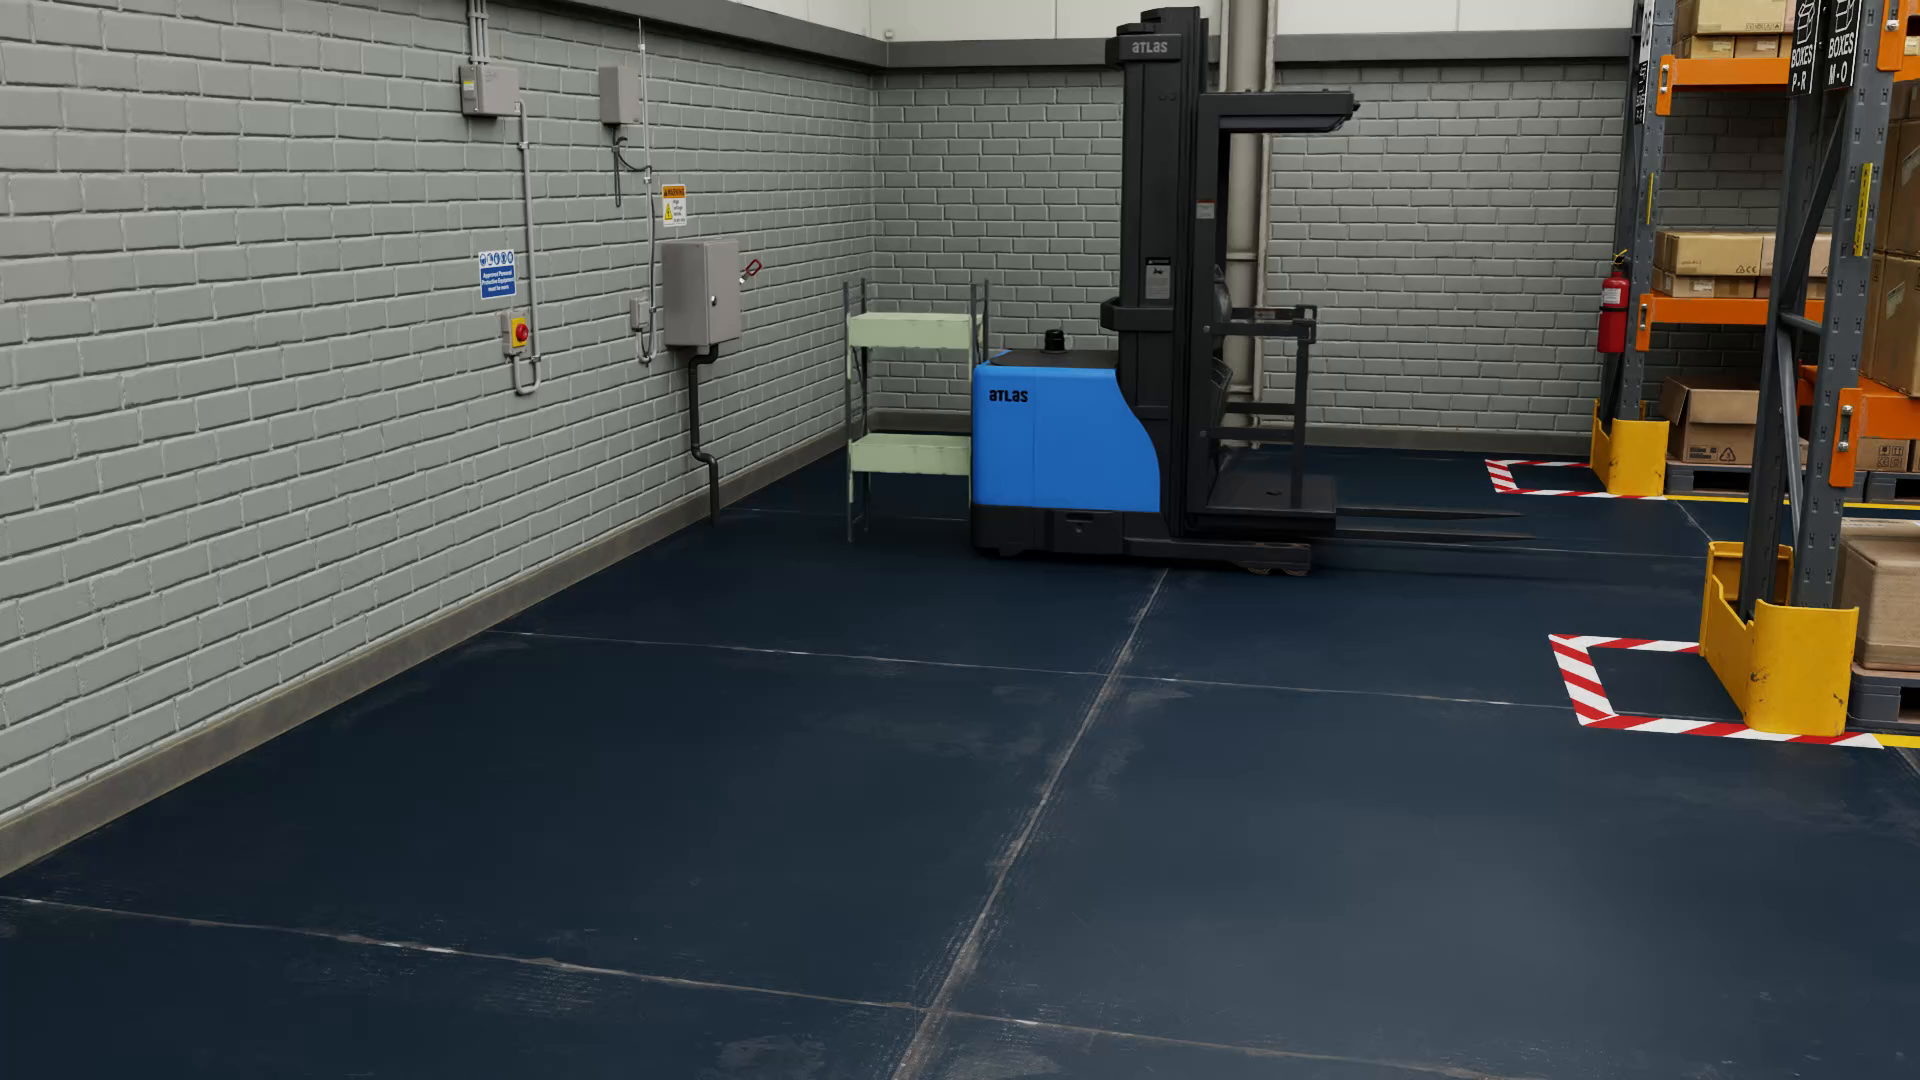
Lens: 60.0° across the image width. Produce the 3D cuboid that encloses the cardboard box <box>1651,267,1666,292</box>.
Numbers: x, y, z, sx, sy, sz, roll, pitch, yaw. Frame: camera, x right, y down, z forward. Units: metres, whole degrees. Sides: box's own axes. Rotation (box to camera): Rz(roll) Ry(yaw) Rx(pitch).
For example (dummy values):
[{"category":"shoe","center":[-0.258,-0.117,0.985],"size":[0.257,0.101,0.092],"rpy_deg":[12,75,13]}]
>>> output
[{"category":"cardboard box","center":[4.947,-1.800,11.500],"size":[0.250,0.149,0.380],"rpy_deg":[3,13,13]}]

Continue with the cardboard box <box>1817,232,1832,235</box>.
[{"category":"cardboard box","center":[6.051,-1.933,11.182],"size":[0.500,0.250,0.500],"rpy_deg":[3,13,15]}]

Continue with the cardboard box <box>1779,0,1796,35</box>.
[{"category":"cardboard box","center":[5.425,-3.317,10.493],"size":[0.500,0.250,0.500],"rpy_deg":[3,13,15]}]

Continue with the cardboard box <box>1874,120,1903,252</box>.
[{"category":"cardboard box","center":[3.900,-1.401,6.584],"size":[0.500,0.500,0.500],"rpy_deg":[4,13,15]}]

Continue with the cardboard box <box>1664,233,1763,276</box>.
[{"category":"cardboard box","center":[4.937,-1.875,10.919],"size":[0.500,0.250,0.500],"rpy_deg":[3,13,14]}]

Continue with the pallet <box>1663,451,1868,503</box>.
[{"category":"pallet","center":[5.409,-0.477,11.395],"size":[1.213,0.211,1.003],"rpy_deg":[3,13,14]}]

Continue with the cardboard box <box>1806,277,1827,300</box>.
[{"category":"cardboard box","center":[5.567,-1.650,10.825],"size":[0.250,0.149,0.380],"rpy_deg":[3,13,15]}]

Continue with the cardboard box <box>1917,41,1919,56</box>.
[{"category":"cardboard box","center":[6.049,-3.088,10.381],"size":[0.250,0.149,0.380],"rpy_deg":[3,13,13]}]

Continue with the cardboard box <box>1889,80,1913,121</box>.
[{"category":"cardboard box","center":[3.772,-1.716,6.507],"size":[0.250,0.149,0.380],"rpy_deg":[3,13,14]}]

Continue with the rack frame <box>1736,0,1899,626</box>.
[{"category":"rack frame","center":[3.375,-0.839,6.591],"size":[0.127,3.000,1.000],"rpy_deg":[3,13,14]}]

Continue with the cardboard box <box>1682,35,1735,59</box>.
[{"category":"cardboard box","center":[4.815,-3.159,10.704],"size":[0.250,0.149,0.380],"rpy_deg":[3,13,15]}]

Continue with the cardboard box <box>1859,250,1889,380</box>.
[{"category":"cardboard box","center":[3.907,-0.919,6.718],"size":[0.500,0.500,0.500],"rpy_deg":[3,13,14]}]

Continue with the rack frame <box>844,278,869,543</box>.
[{"category":"rack frame","center":[-0.602,-0.758,9.689],"size":[0.023,1.500,0.400],"rpy_deg":[3,13,12]}]

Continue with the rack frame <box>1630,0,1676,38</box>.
[{"category":"rack frame","center":[4.561,-4.812,10.646],"size":[0.127,3.000,1.000],"rpy_deg":[3,13,14]}]

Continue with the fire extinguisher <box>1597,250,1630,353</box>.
[{"category":"fire extinguisher","center":[4.307,-1.574,10.941],"size":[0.183,0.674,0.296],"rpy_deg":[3,13,14]}]

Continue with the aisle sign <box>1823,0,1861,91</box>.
[{"category":"aisle sign","center":[3.236,-2.051,6.051],"size":[0.004,0.787,0.394],"rpy_deg":[3,13,14]}]

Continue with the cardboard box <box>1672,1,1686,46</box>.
[{"category":"cardboard box","center":[5.058,-3.454,11.109],"size":[0.500,0.250,0.500],"rpy_deg":[3,13,13]}]

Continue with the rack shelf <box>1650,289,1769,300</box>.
[{"category":"rack shelf","center":[6.503,-1.524,10.885],"size":[3.809,0.124,0.919],"rpy_deg":[3,13,14]}]

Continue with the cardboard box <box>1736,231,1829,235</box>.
[{"category":"cardboard box","center":[5.571,-1.960,11.302],"size":[0.500,0.250,0.500],"rpy_deg":[3,13,14]}]

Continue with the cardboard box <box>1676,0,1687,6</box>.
[{"category":"cardboard box","center":[5.059,-3.699,11.062],"size":[0.500,0.250,0.500],"rpy_deg":[3,13,12]}]

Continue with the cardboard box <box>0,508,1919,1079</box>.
[{"category":"cardboard box","center":[4.263,0.002,6.146],"size":[13.522,1.550,6.103],"rpy_deg":[3,13,13]}]

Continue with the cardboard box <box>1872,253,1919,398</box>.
[{"category":"cardboard box","center":[3.773,-0.803,6.195],"size":[0.500,0.500,0.500],"rpy_deg":[3,13,13]}]

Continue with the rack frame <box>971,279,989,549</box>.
[{"category":"rack frame","center":[0.114,-0.725,9.539],"size":[0.023,1.500,0.400],"rpy_deg":[3,13,12]}]

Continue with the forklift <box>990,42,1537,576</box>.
[{"category":"forklift","center":[1.671,-1.317,9.107],"size":[2.937,2.843,1.107],"rpy_deg":[3,13,12]}]

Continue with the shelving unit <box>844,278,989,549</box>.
[{"category":"shelving unit","center":[-0.244,-0.742,9.614],"size":[0.755,1.500,0.400],"rpy_deg":[3,13,12]}]

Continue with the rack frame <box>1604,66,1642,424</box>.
[{"category":"rack frame","center":[4.560,-1.882,11.293],"size":[0.053,2.616,0.949],"rpy_deg":[3,13,14]}]

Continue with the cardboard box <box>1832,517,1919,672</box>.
[{"category":"cardboard box","center":[4.040,0.220,6.763],"size":[0.875,0.438,0.875],"rpy_deg":[3,13,12]}]

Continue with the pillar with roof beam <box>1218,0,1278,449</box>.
[{"category":"pillar with roof beam","center":[1.128,-4.236,8.051],"size":[0.400,9.000,9.100],"rpy_deg":[3,13,14]}]

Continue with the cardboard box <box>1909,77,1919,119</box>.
[{"category":"cardboard box","center":[3.654,-1.616,6.056],"size":[0.250,0.149,0.380],"rpy_deg":[3,13,15]}]

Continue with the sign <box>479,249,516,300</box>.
[{"category":"sign","center":[-2.176,-1.252,7.827],"size":[0.001,0.218,0.327],"rpy_deg":[3,13,14]}]

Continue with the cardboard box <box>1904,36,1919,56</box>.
[{"category":"cardboard box","center":[5.794,-3.088,10.381],"size":[0.250,0.149,0.380],"rpy_deg":[3,13,13]}]

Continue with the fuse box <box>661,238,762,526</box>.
[{"category":"fuse box","center":[-1.460,-0.932,9.984],"size":[0.414,1.711,0.539],"rpy_deg":[3,13,14]}]

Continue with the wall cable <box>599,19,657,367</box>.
[{"category":"wall cable","center":[-1.776,-1.922,9.124],"size":[0.122,1.984,0.588],"rpy_deg":[3,13,14]}]

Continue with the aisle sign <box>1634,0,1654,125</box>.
[{"category":"aisle sign","center":[4.424,-3.094,10.752],"size":[0.004,0.787,0.394],"rpy_deg":[3,13,14]}]

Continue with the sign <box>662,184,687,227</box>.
[{"category":"sign","center":[-1.674,-1.963,9.751],"size":[0.001,0.242,0.339],"rpy_deg":[3,13,14]}]

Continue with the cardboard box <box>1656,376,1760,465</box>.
[{"category":"cardboard box","center":[5.132,-0.818,11.288],"size":[0.637,0.503,0.797],"rpy_deg":[3,13,11]}]
